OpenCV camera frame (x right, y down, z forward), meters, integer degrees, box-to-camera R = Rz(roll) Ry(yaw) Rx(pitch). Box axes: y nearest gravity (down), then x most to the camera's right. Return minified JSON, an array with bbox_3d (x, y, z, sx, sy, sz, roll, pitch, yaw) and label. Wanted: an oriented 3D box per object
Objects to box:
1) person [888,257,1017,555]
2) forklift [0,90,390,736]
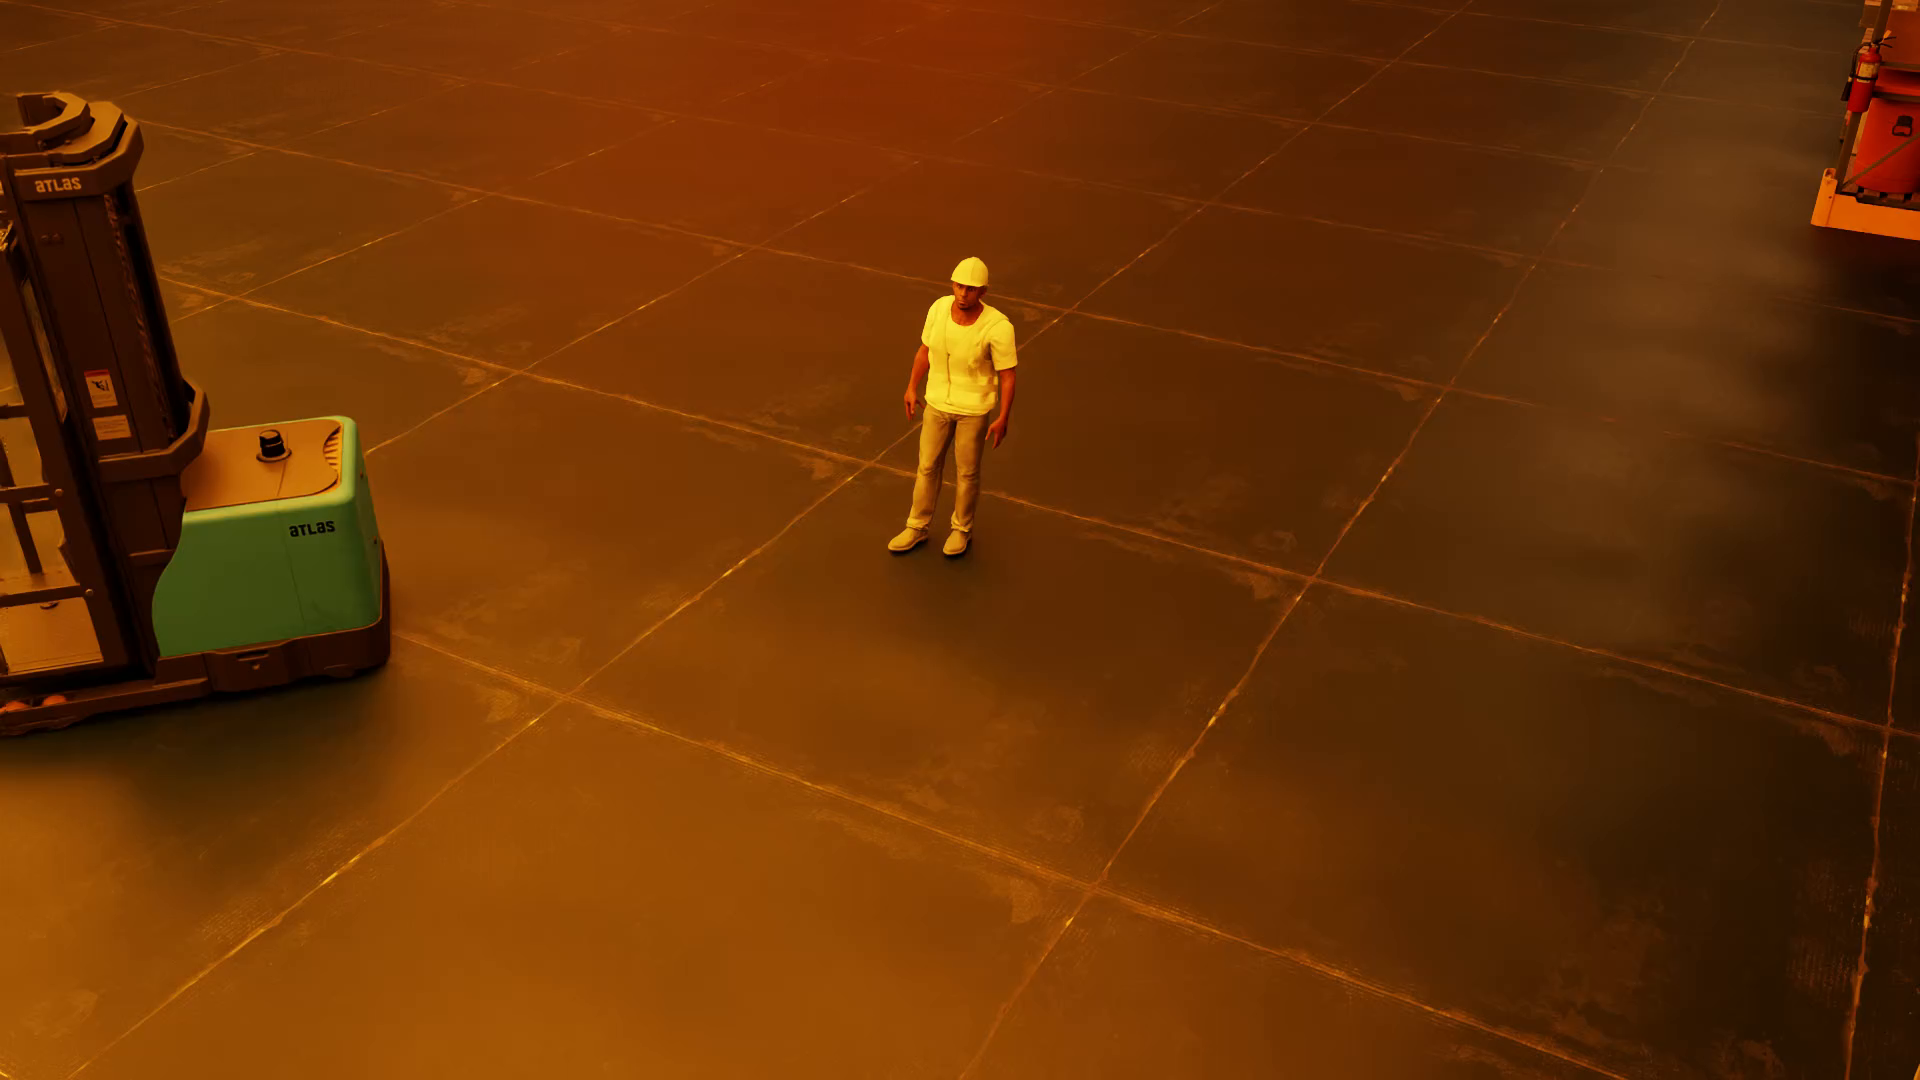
[{"bbox_3d":[-0.039,-0.743,9.508,0.665,1.765,0.577,15,33,25],"label":"person"},{"bbox_3d":[-4.593,-0.587,8.088,3.031,2.935,1.130,-9,31,-15],"label":"forklift"}]
